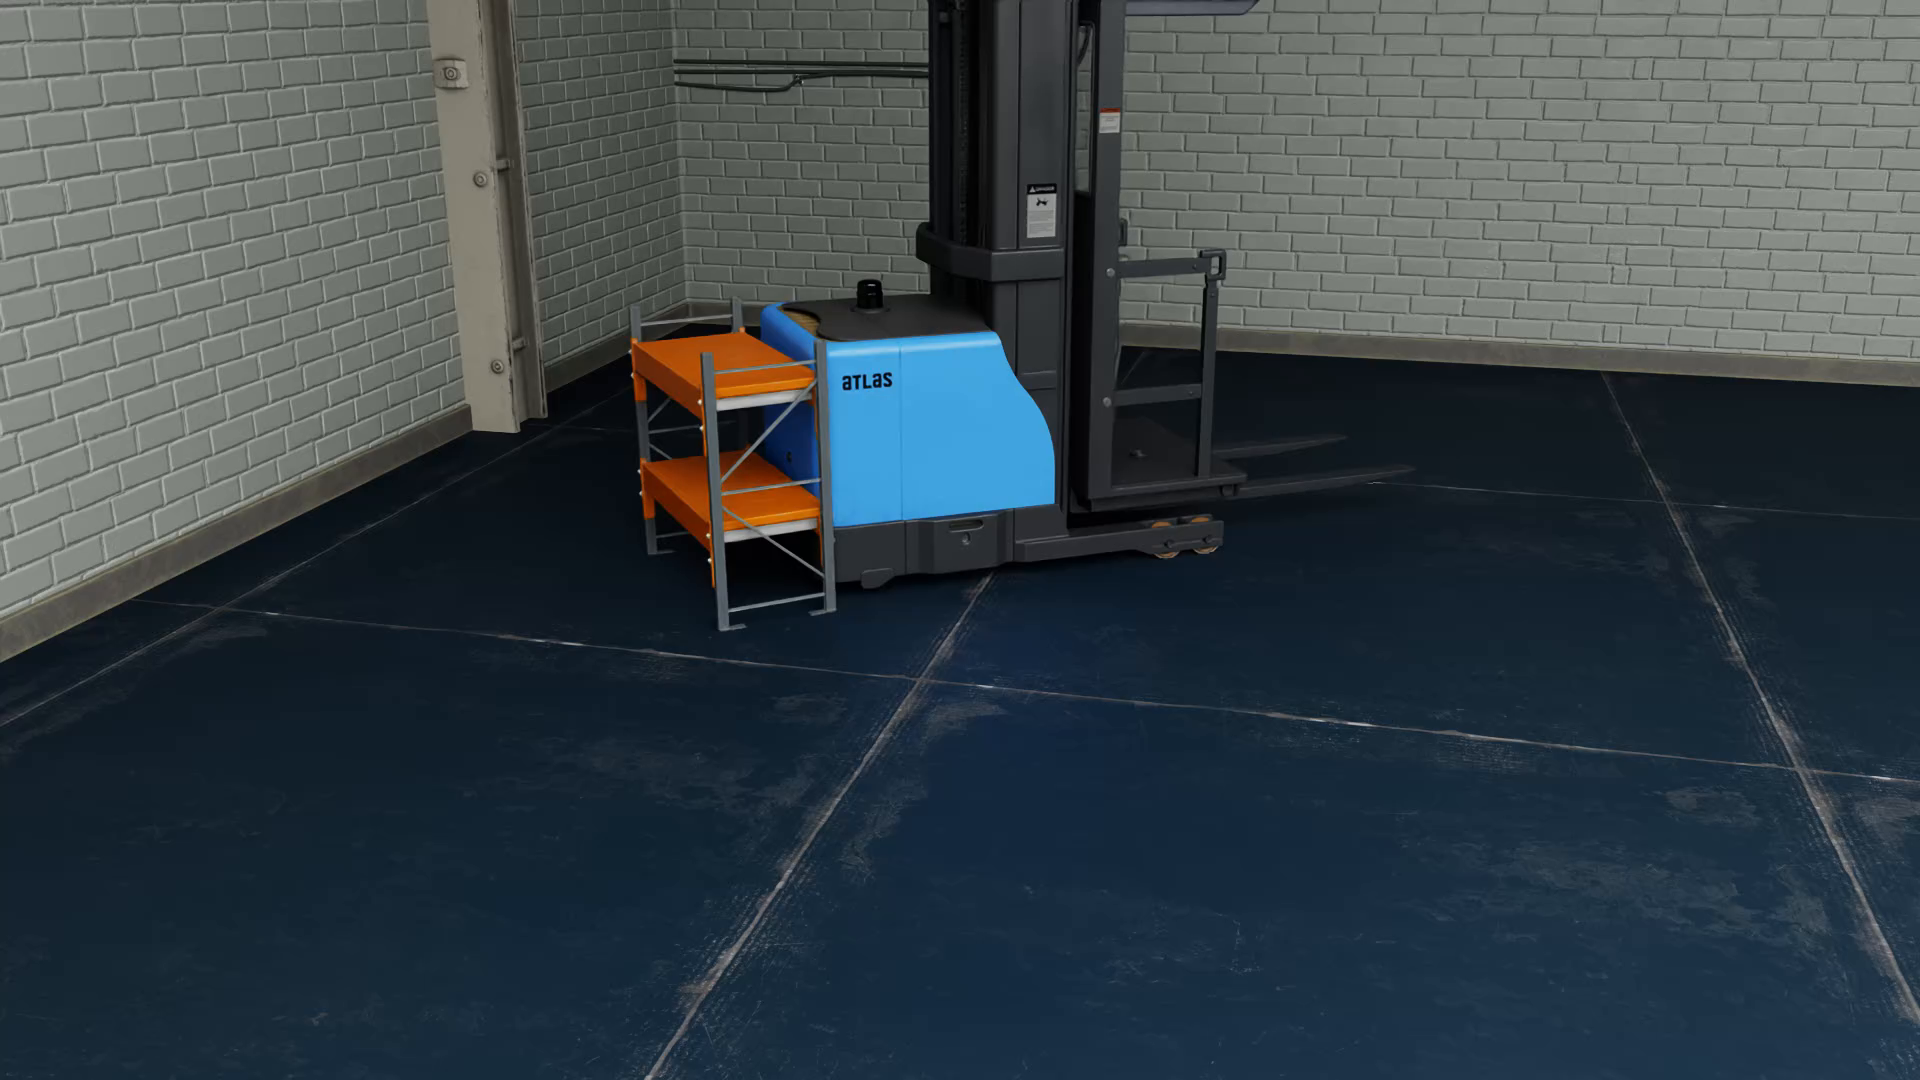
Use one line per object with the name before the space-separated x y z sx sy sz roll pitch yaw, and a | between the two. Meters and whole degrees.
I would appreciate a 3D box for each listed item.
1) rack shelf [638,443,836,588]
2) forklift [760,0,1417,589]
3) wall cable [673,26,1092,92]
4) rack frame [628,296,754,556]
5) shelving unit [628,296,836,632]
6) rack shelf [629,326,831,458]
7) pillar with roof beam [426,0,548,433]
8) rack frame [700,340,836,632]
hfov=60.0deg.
rack shelf | -0.964 -0.124 7.057 0.538 0.278 1.000 -10 21 -24
forklift | 0.663 -1.454 7.411 3.031 2.935 1.130 -7 20 -19
wall cable | -0.628 -4.291 11.133 3.097 2.526 0.112 5 19 13
rack frame | -1.189 -0.503 7.410 0.500 1.125 0.032 -10 21 -24
shelving unit | -0.966 -0.355 6.977 0.538 1.125 1.048 -10 21 -24
rack shelf | -0.969 -0.631 6.882 0.538 0.278 1.000 -10 21 -24
pillar with roof beam | 1.545 -4.602 7.239 9.100 9.000 0.400 5 19 13
rack frame | -0.744 -0.207 6.545 0.500 1.125 0.032 -10 21 -24
